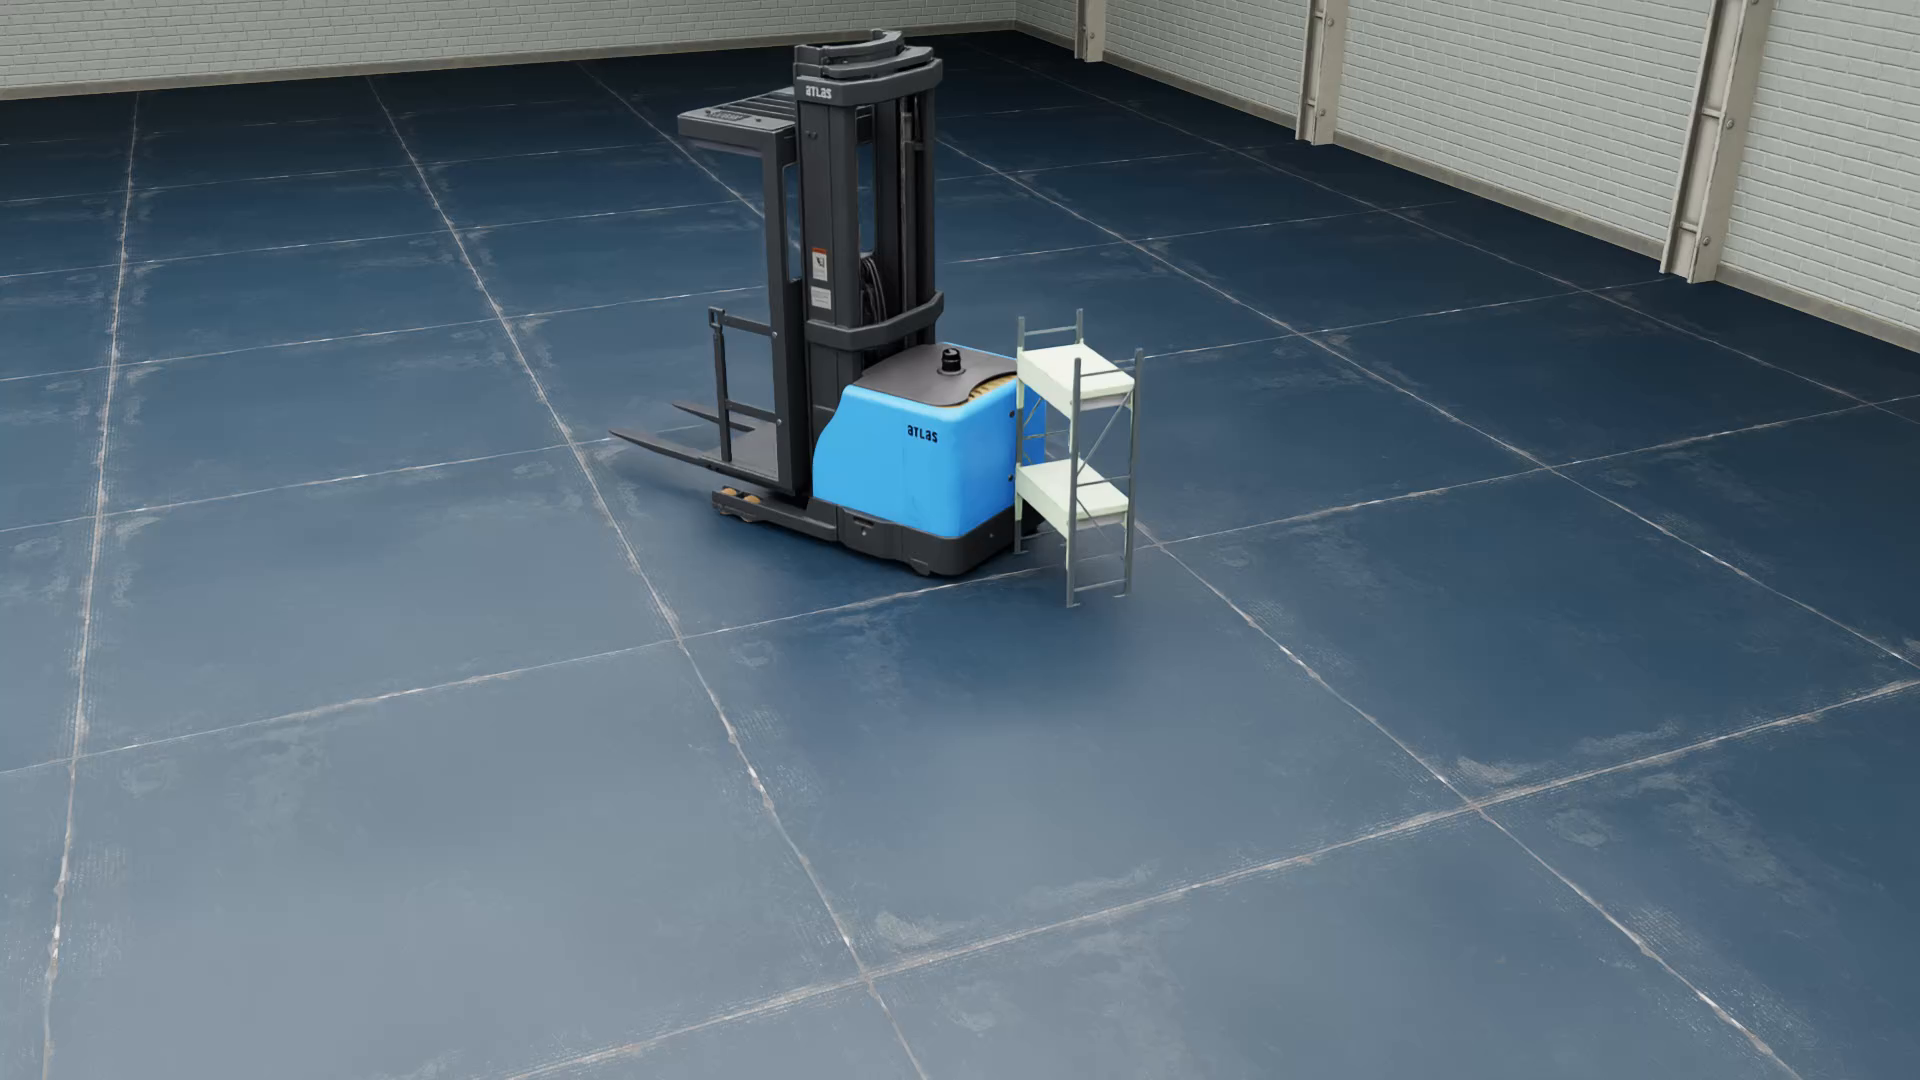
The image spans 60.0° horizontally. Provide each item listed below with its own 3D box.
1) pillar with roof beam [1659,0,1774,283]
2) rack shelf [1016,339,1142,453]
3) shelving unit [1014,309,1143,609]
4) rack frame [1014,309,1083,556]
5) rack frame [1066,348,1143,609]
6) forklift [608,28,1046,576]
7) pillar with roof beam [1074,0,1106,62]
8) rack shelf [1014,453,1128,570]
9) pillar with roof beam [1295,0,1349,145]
[{"bbox_3d":[2.691,-5.721,11.711,9.100,9.000,0.400,-11,28,-21],"label":"pillar with roof beam"},{"bbox_3d":[0.655,-0.819,9.330,0.431,0.370,0.720,-10,28,-20],"label":"rack shelf"},{"bbox_3d":[0.655,-0.469,9.501,0.431,1.500,0.755,-10,28,-20],"label":"shelving unit"},{"bbox_3d":[0.517,-0.617,9.805,0.400,1.500,0.023,-10,28,-20],"label":"rack frame"},{"bbox_3d":[0.794,-0.320,9.196,0.400,1.500,0.023,-10,28,-20],"label":"rack frame"},{"bbox_3d":[-0.961,-1.599,10.183,3.031,2.935,1.130,17,31,31],"label":"forklift"},{"bbox_3d":[-2.008,-10.566,21.633,9.100,9.000,0.400,-11,28,-21],"label":"pillar with roof beam"},{"bbox_3d":[0.655,-0.176,9.644,0.431,0.370,0.720,-10,28,-20],"label":"rack shelf"},{"bbox_3d":[0.342,-8.143,16.672,9.100,9.000,0.400,-11,28,-21],"label":"pillar with roof beam"}]
